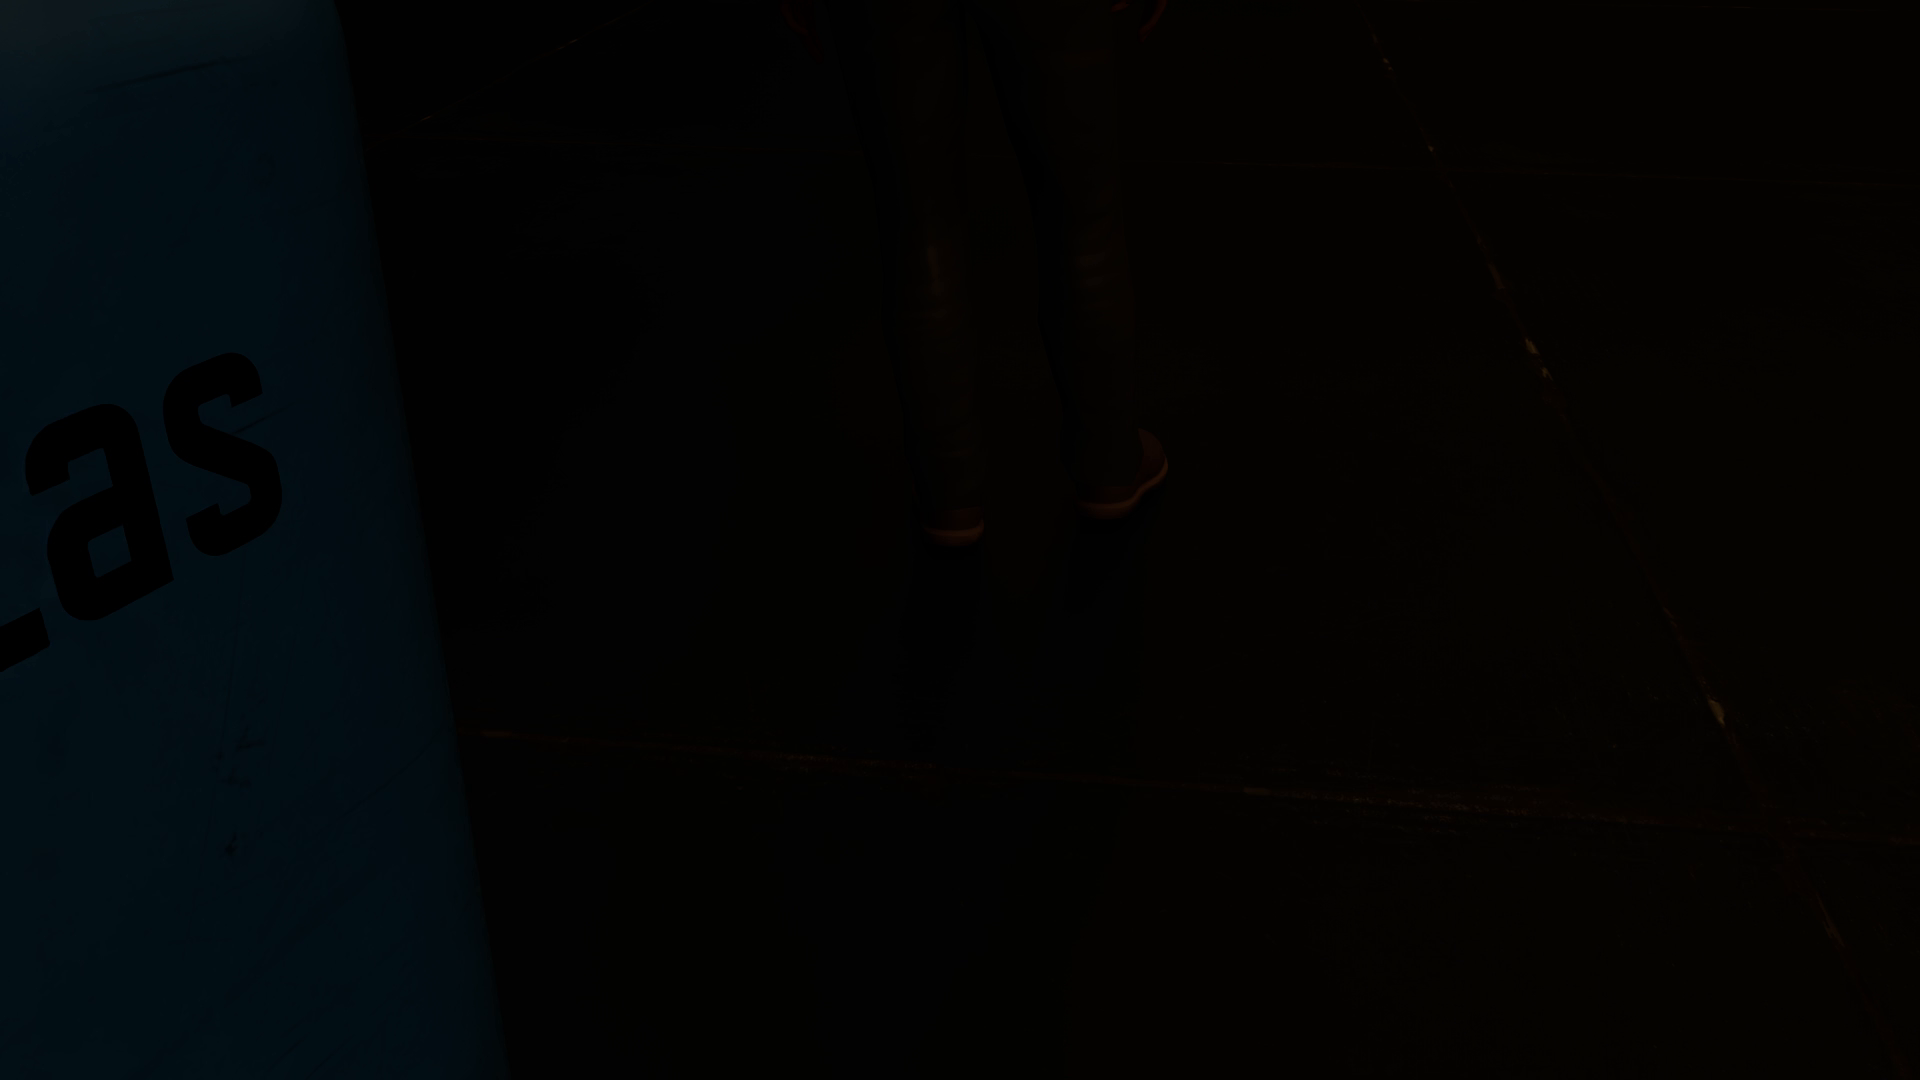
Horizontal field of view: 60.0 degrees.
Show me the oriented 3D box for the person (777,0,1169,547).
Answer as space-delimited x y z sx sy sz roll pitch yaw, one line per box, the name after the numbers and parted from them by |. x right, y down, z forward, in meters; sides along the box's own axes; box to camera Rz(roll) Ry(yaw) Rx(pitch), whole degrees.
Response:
0.031 -0.784 2.203 0.570 1.656 0.503 3 27 7 | person
